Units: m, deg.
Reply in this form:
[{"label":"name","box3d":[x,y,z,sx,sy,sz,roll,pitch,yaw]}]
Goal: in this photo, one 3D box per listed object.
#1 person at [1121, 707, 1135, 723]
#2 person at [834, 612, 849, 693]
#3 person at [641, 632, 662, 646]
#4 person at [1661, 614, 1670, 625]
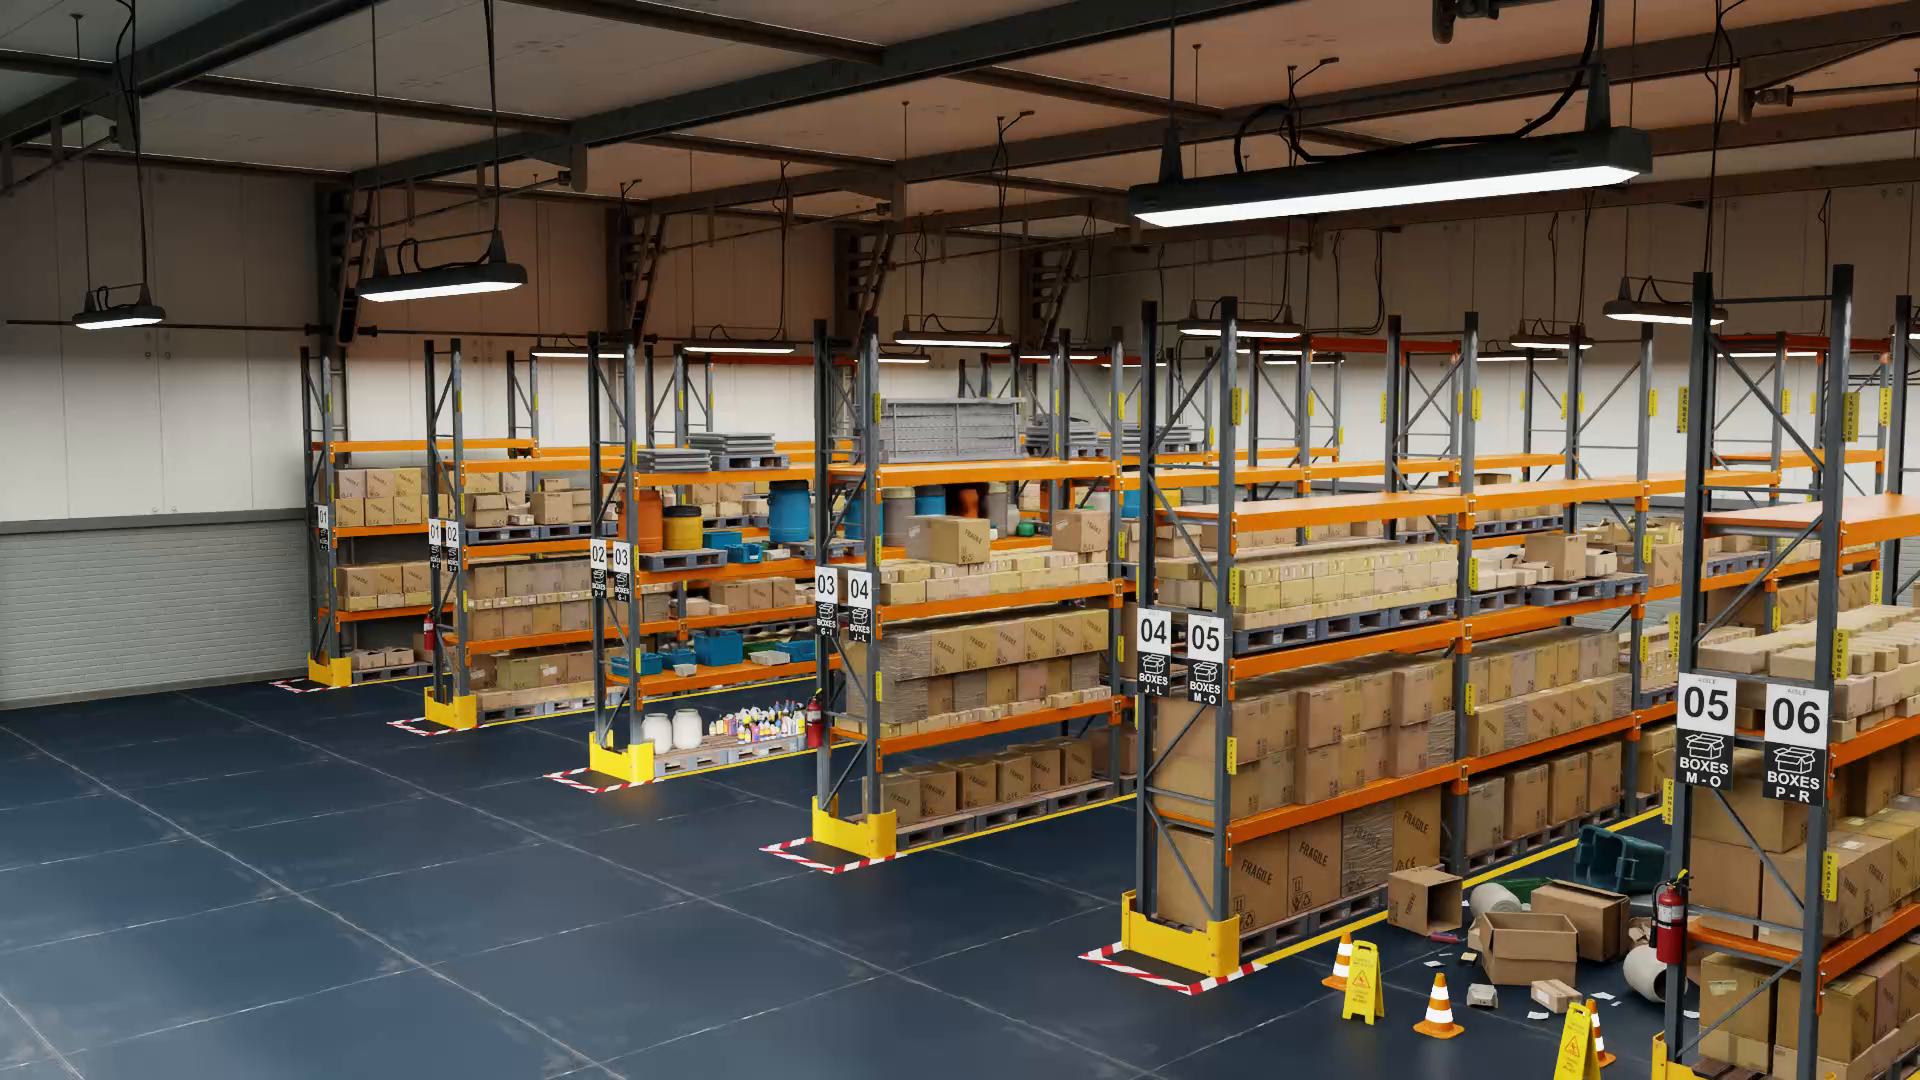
[{"label":"person","box3d":[2.385,1.887,24.304,0.646,1.743,0.859,4,6,39]},{"label":"person","box3d":[-1.990,1.669,26.936,0.620,1.712,0.776,5,7,43]},{"label":"person","box3d":[-5.683,1.659,30.392,0.564,1.668,0.561,-4,7,-40]},{"label":"person","box3d":[11.105,2.023,25.918,0.678,1.772,0.685,-4,6,-39]}]
